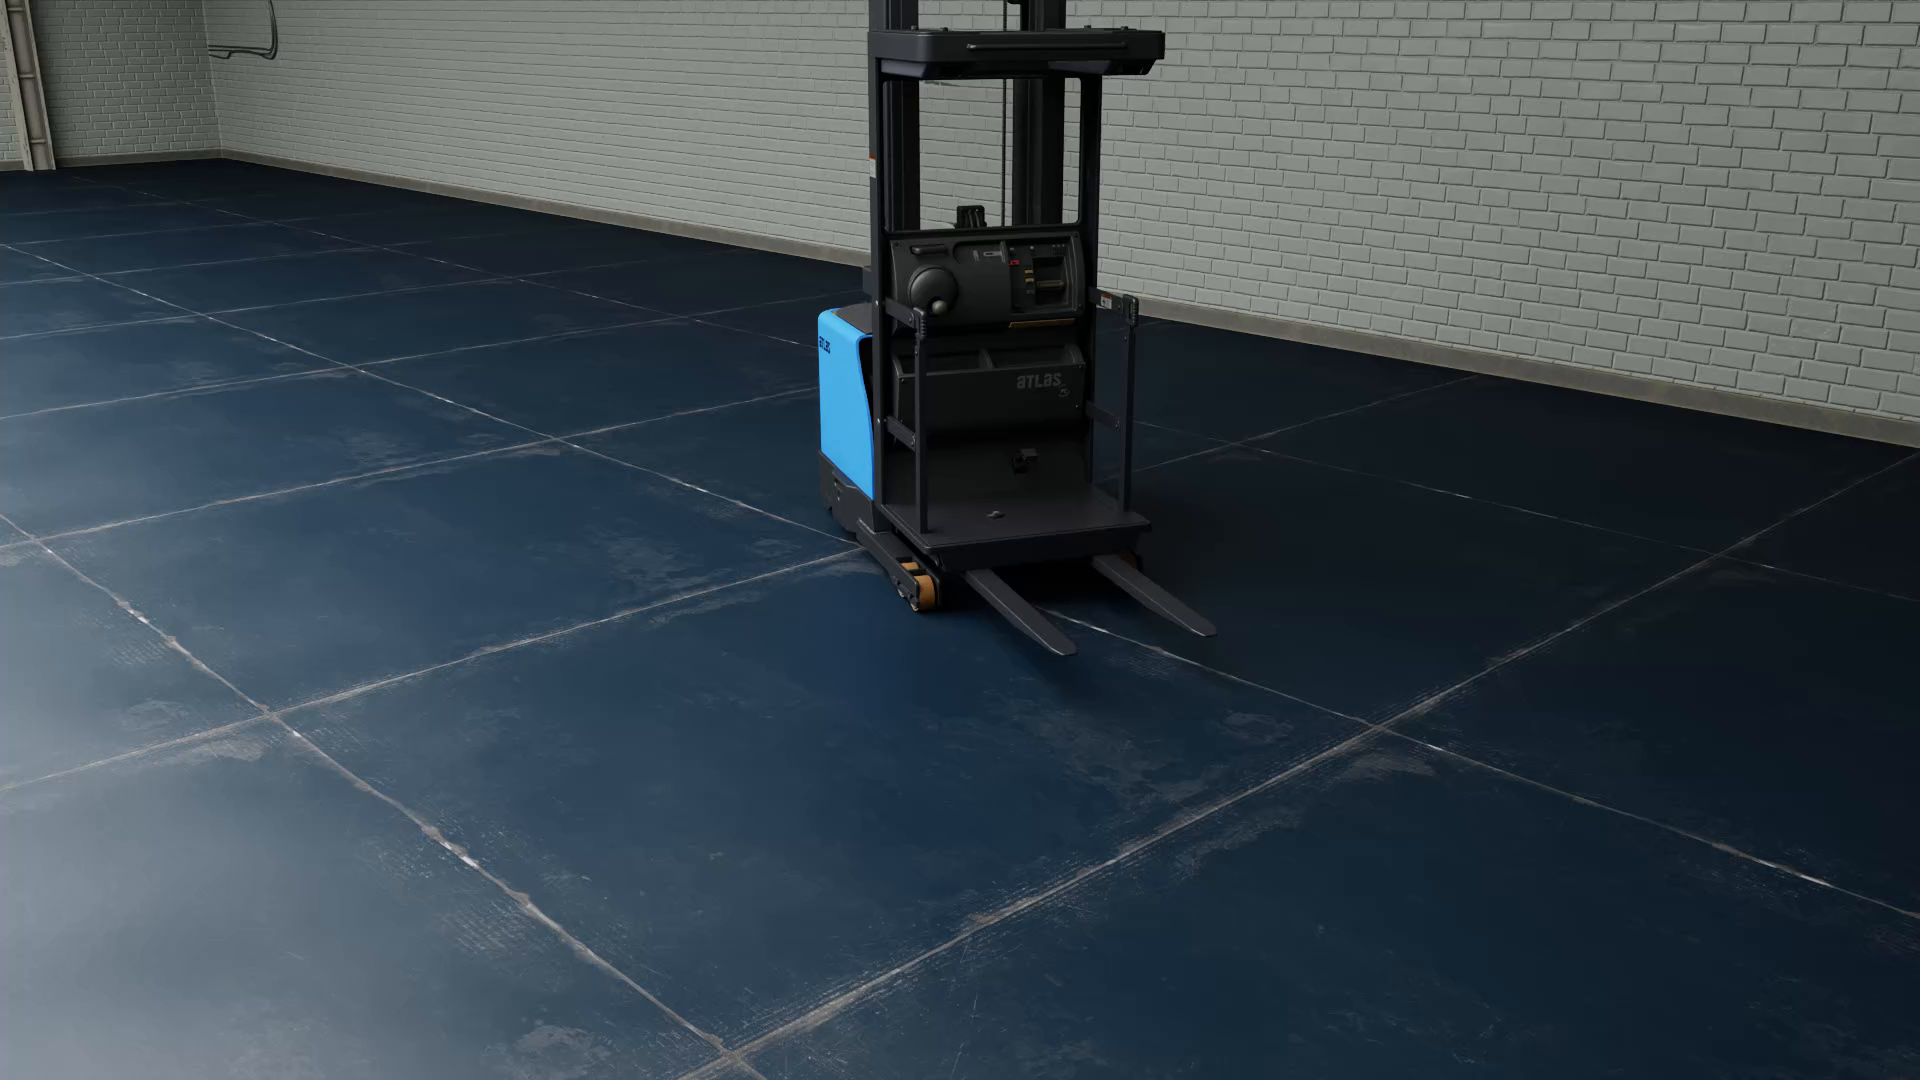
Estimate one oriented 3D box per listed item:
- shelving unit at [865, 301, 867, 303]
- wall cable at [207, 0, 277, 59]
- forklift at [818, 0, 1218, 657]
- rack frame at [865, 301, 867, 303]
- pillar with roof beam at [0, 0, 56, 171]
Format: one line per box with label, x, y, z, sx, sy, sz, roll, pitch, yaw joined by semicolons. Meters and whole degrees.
shelving unit;-0.369;-0.792;9.224;0.252;1.050;0.215;-7;19;-19
wall cable;-11.960;-9.180;27.242;0.112;2.526;3.097;-16;24;-41
forklift;0.207;-1.213;7.474;1.130;2.935;3.031;-6;19;-18
rack frame;-0.483;-0.779;9.184;0.008;1.050;0.200;-7;19;-19
pillar with roof beam;-12.051;-9.364;22.776;0.400;9.000;9.100;-16;24;-41
